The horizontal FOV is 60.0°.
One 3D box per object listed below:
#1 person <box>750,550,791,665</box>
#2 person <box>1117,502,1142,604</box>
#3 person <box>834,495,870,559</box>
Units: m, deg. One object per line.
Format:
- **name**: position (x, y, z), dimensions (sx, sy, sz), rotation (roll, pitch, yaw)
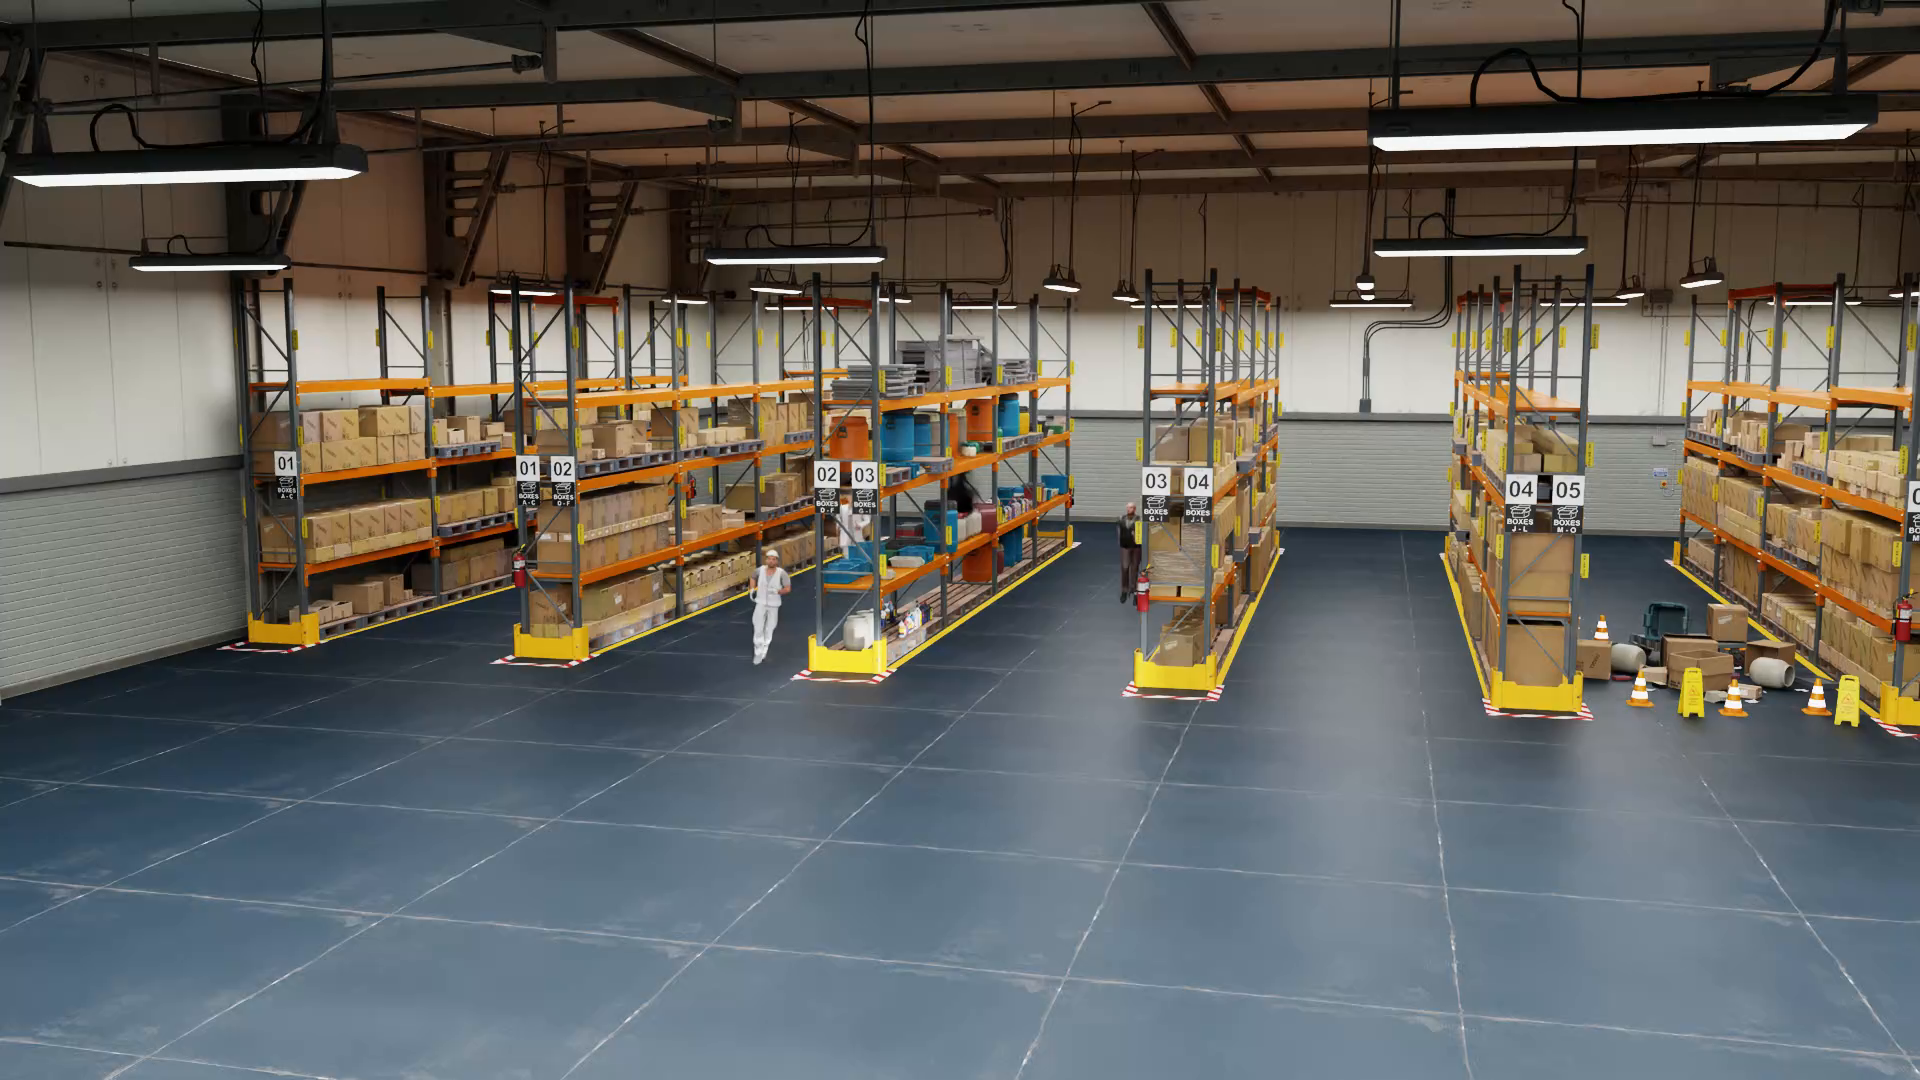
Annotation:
- **person**: position (-2.949, 1.045, 25.868), dimensions (0.645, 1.821, 0.675), rotation (0, 7, -4)
- **person**: position (3.165, 0.229, 30.644), dimensions (0.625, 1.850, 0.741), rotation (2, 7, 14)
- **person**: position (-2.142, -0.073, 32.742), dimensions (0.715, 1.755, 0.755), rotation (1, 7, 6)
